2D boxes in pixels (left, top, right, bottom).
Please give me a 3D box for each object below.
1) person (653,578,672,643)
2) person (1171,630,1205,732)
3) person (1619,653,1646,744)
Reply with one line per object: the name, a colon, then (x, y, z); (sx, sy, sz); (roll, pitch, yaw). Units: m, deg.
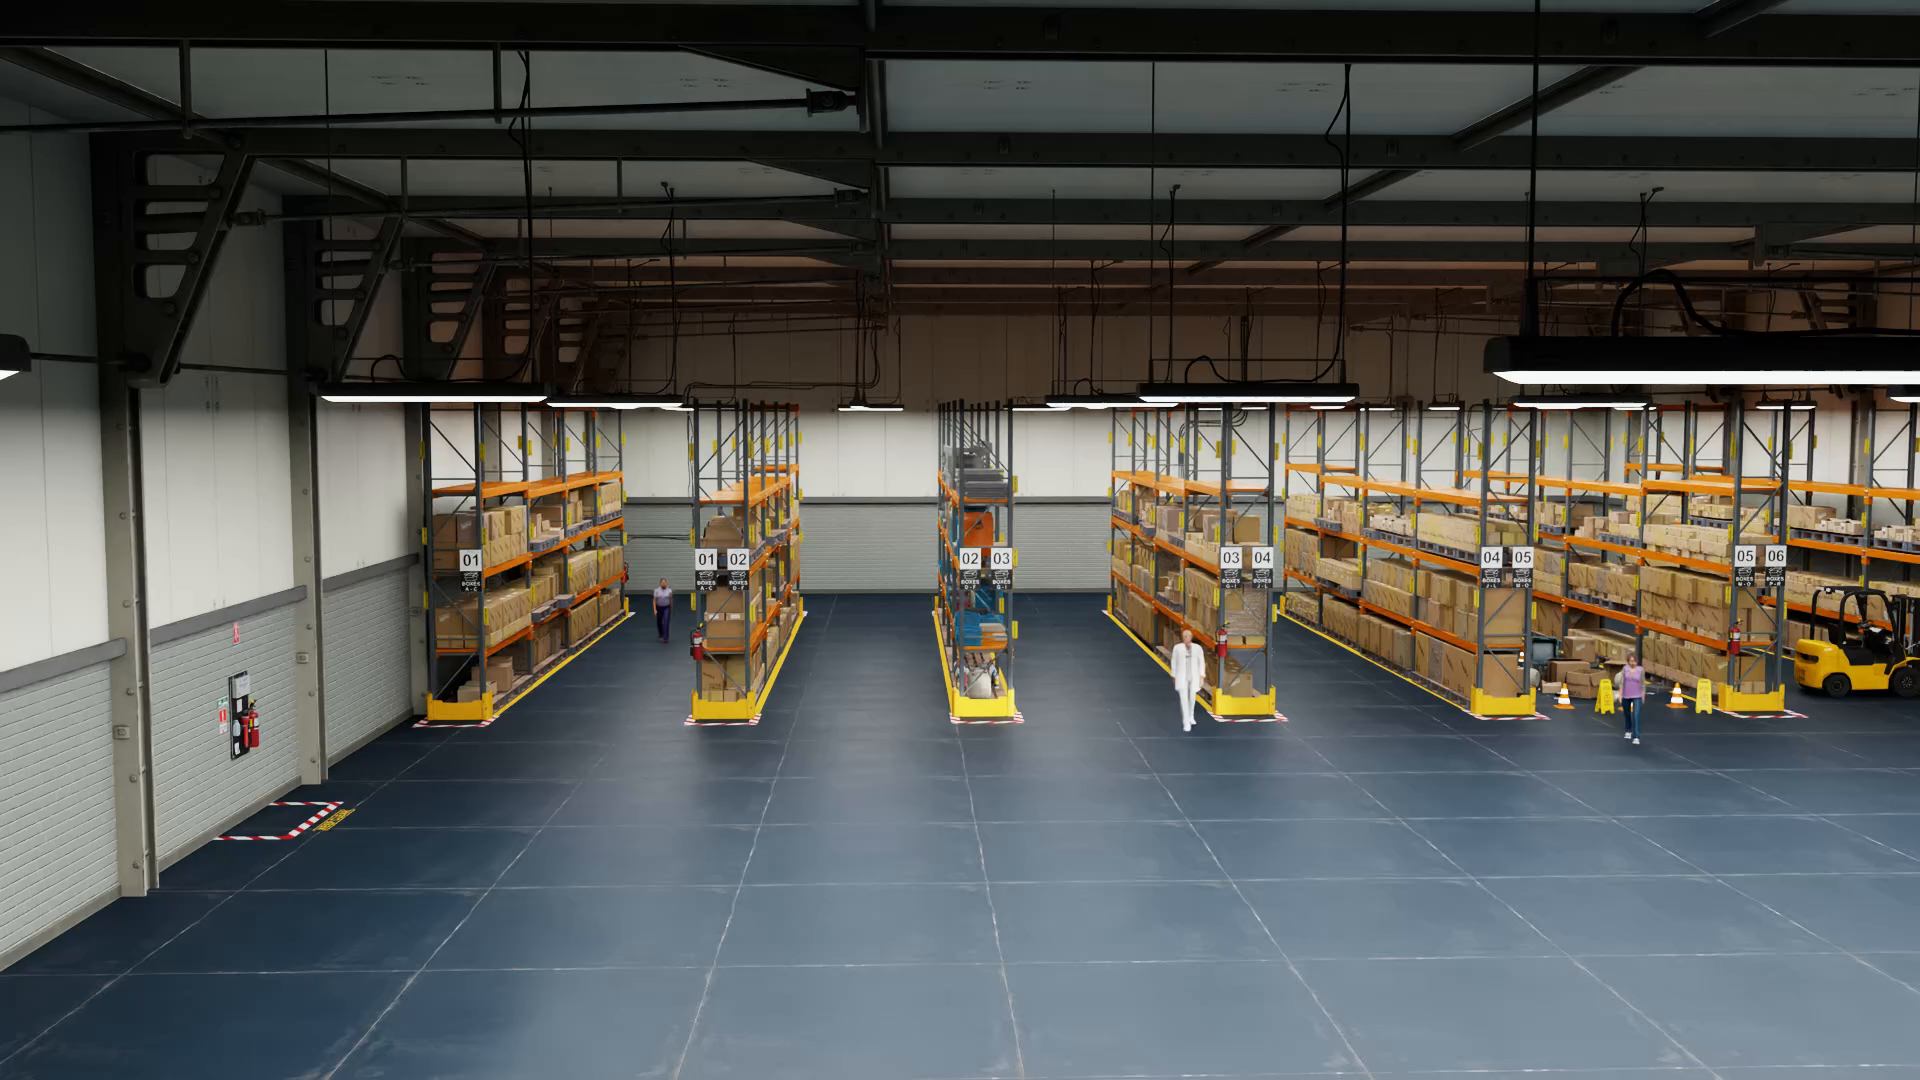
person: (-7.452, 1.759, 41.666); (0.459, 1.562, 1.007); (0, 4, -3)
person: (4.166, 2.556, 30.320); (0.593, 1.828, 0.814); (0, 4, 1)
person: (11.699, 2.739, 28.934); (0.425, 1.563, 0.818); (3, 5, 35)
